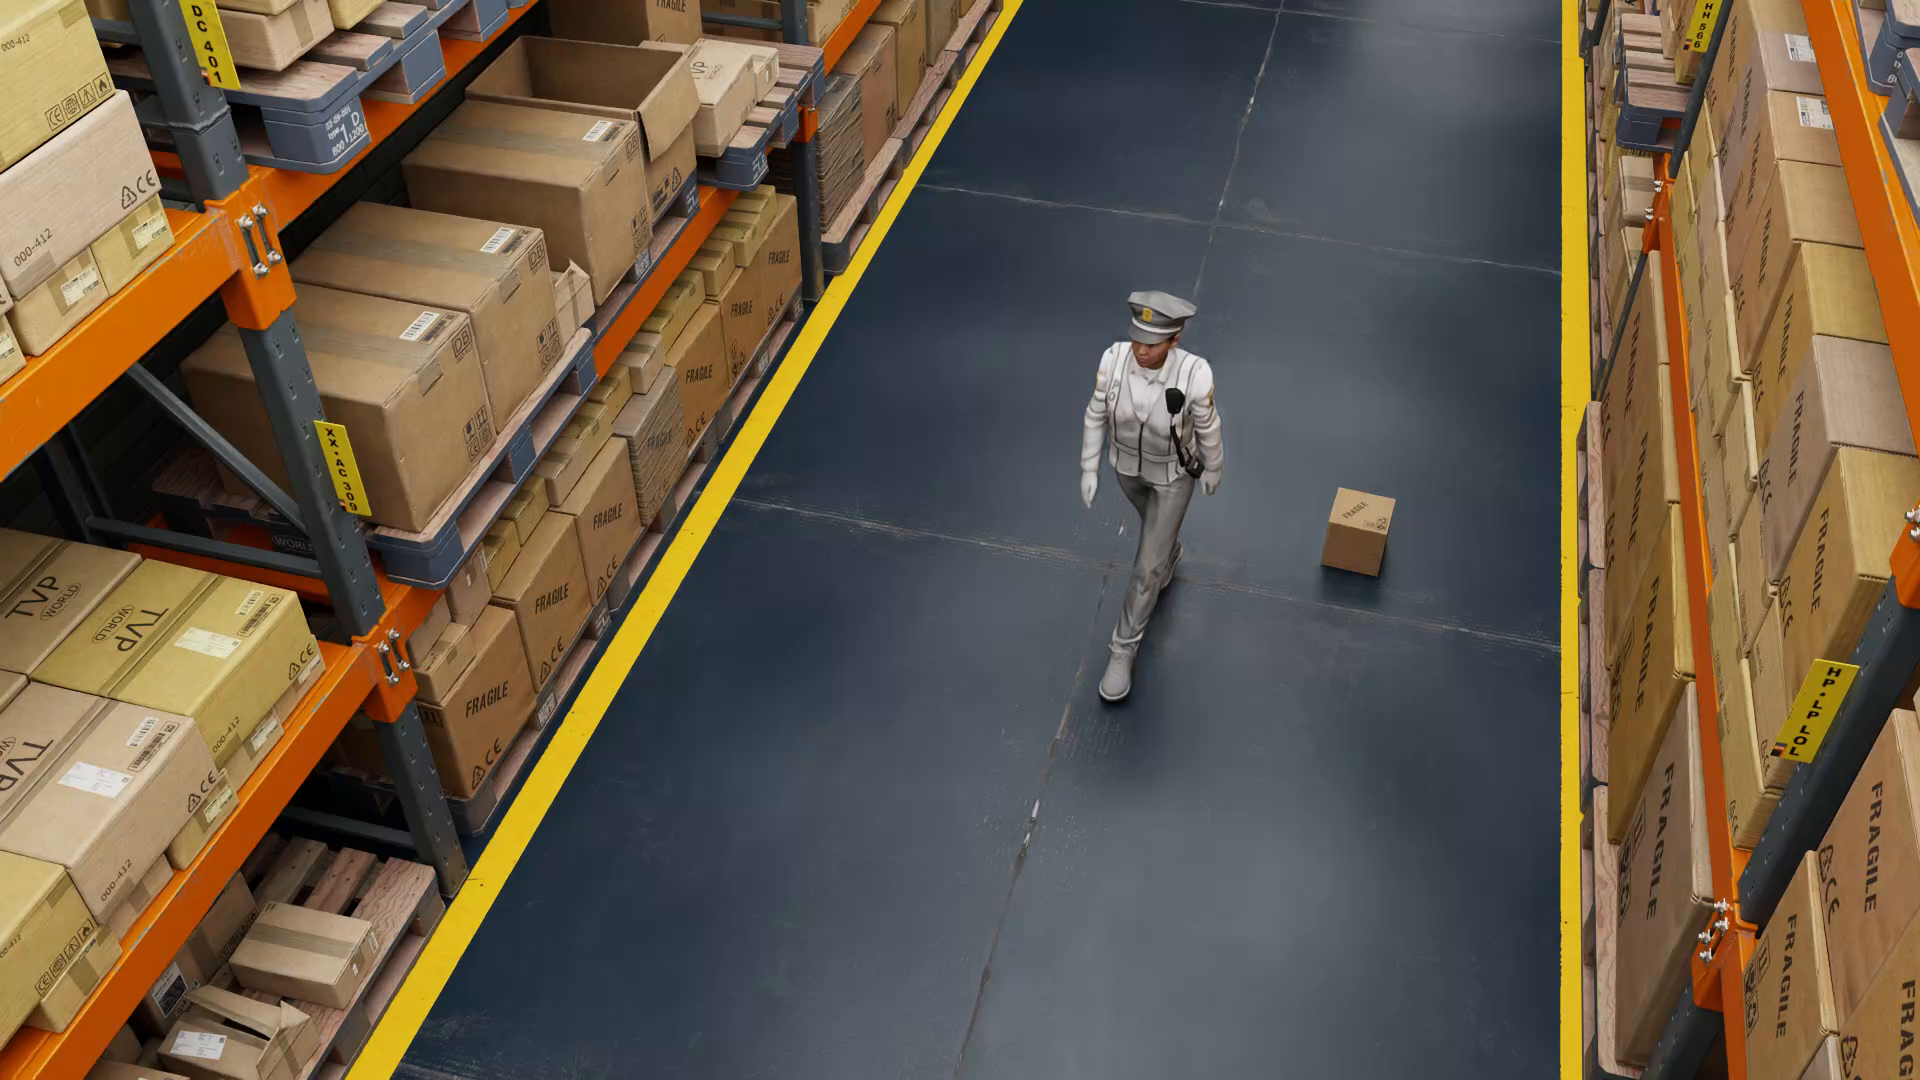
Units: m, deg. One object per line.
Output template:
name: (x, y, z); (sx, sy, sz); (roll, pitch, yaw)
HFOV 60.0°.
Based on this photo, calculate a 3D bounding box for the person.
person: (0.708, -0.274, 6.444); (0.514, 1.616, 0.969); (21, 45, 22)
